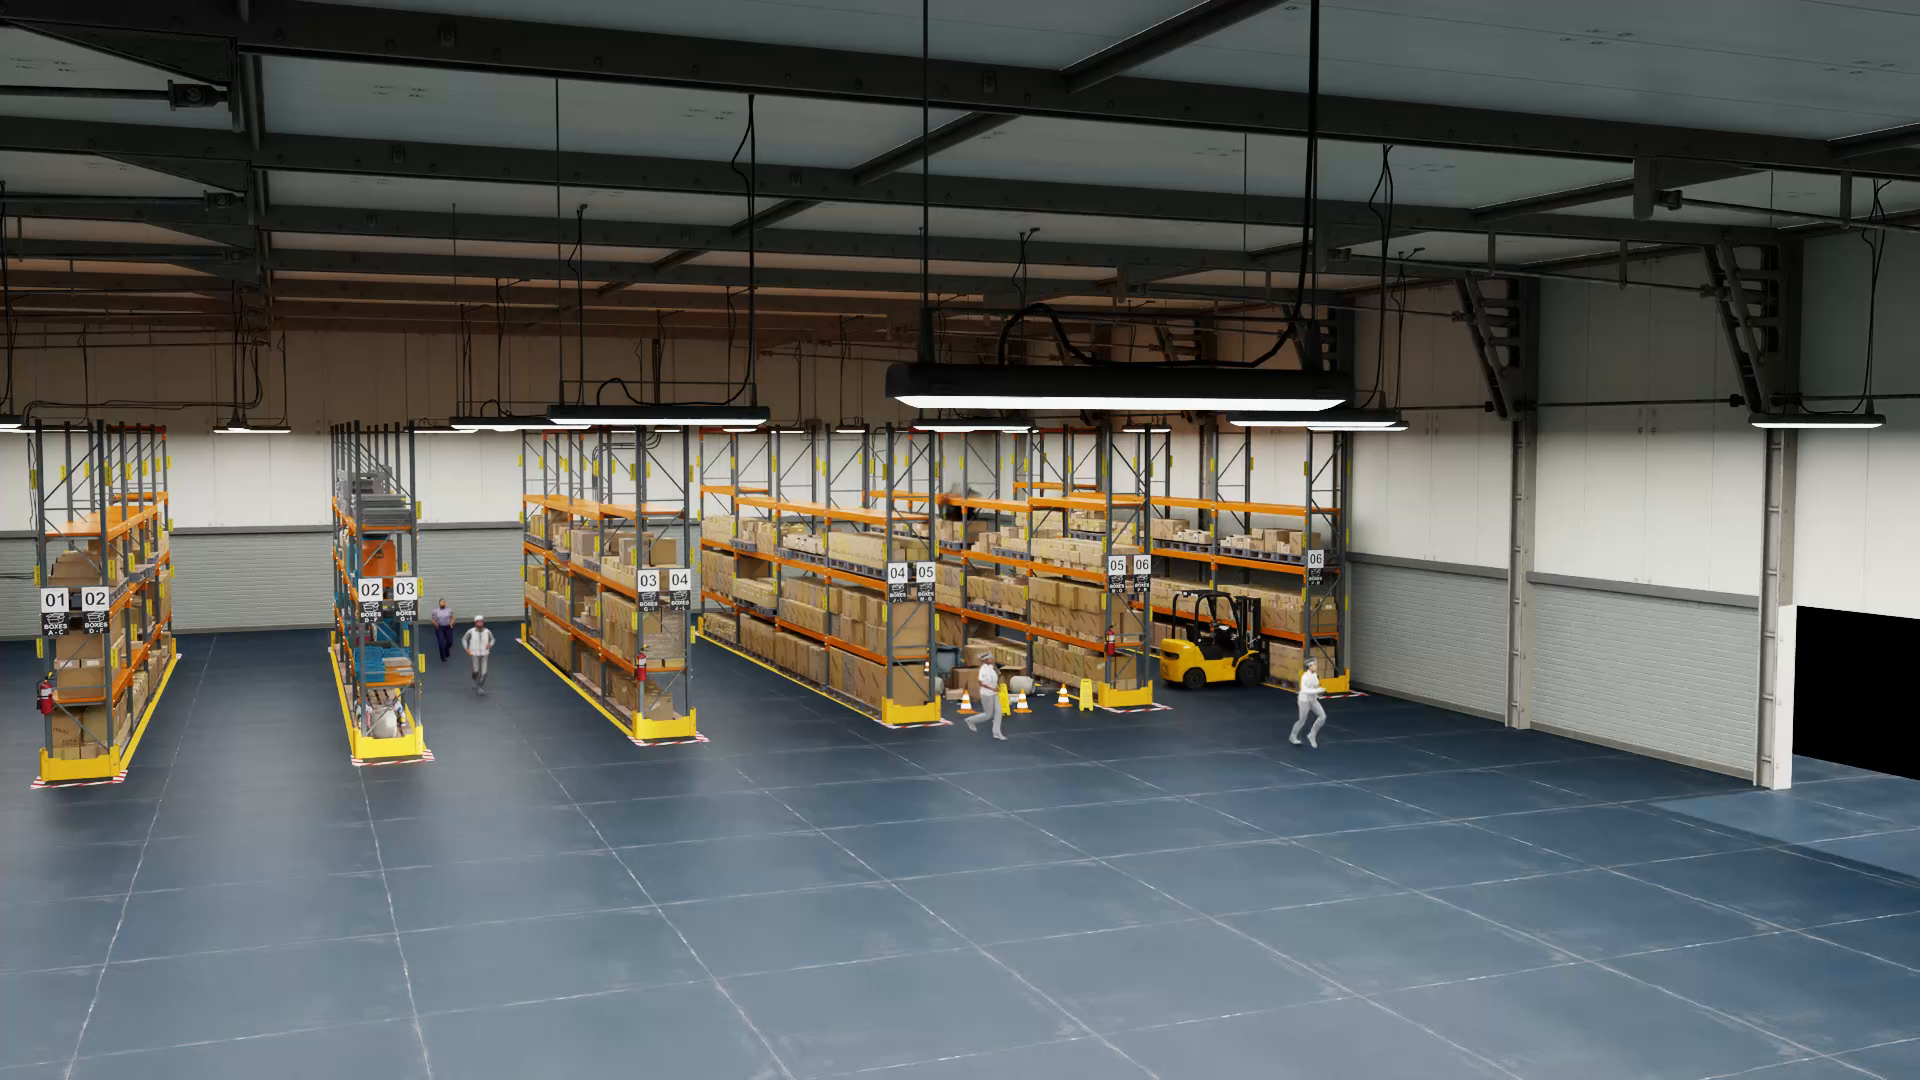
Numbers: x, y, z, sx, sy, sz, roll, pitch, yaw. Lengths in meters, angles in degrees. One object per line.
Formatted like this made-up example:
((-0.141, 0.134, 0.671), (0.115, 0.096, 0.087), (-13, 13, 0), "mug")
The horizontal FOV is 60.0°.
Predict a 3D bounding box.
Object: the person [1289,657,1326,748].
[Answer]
((6.388, 2.972, 30.509), (0.790, 1.680, 0.641), (3, 5, 42), "person")

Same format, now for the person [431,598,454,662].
((-13.131, 2.283, 42.267), (0.586, 1.601, 0.524), (-2, 4, -26), "person")

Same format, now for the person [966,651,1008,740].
((0.507, 2.936, 31.490), (0.815, 1.701, 0.596), (1, 4, 21), "person")

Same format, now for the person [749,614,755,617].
((-6.134, 1.772, 49.973), (0.904, 1.653, 0.580), (-3, 4, -35), "person")

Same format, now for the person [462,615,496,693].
((-10.673, 2.543, 36.956), (0.715, 1.731, 0.522), (-2, 4, -24), "person")
